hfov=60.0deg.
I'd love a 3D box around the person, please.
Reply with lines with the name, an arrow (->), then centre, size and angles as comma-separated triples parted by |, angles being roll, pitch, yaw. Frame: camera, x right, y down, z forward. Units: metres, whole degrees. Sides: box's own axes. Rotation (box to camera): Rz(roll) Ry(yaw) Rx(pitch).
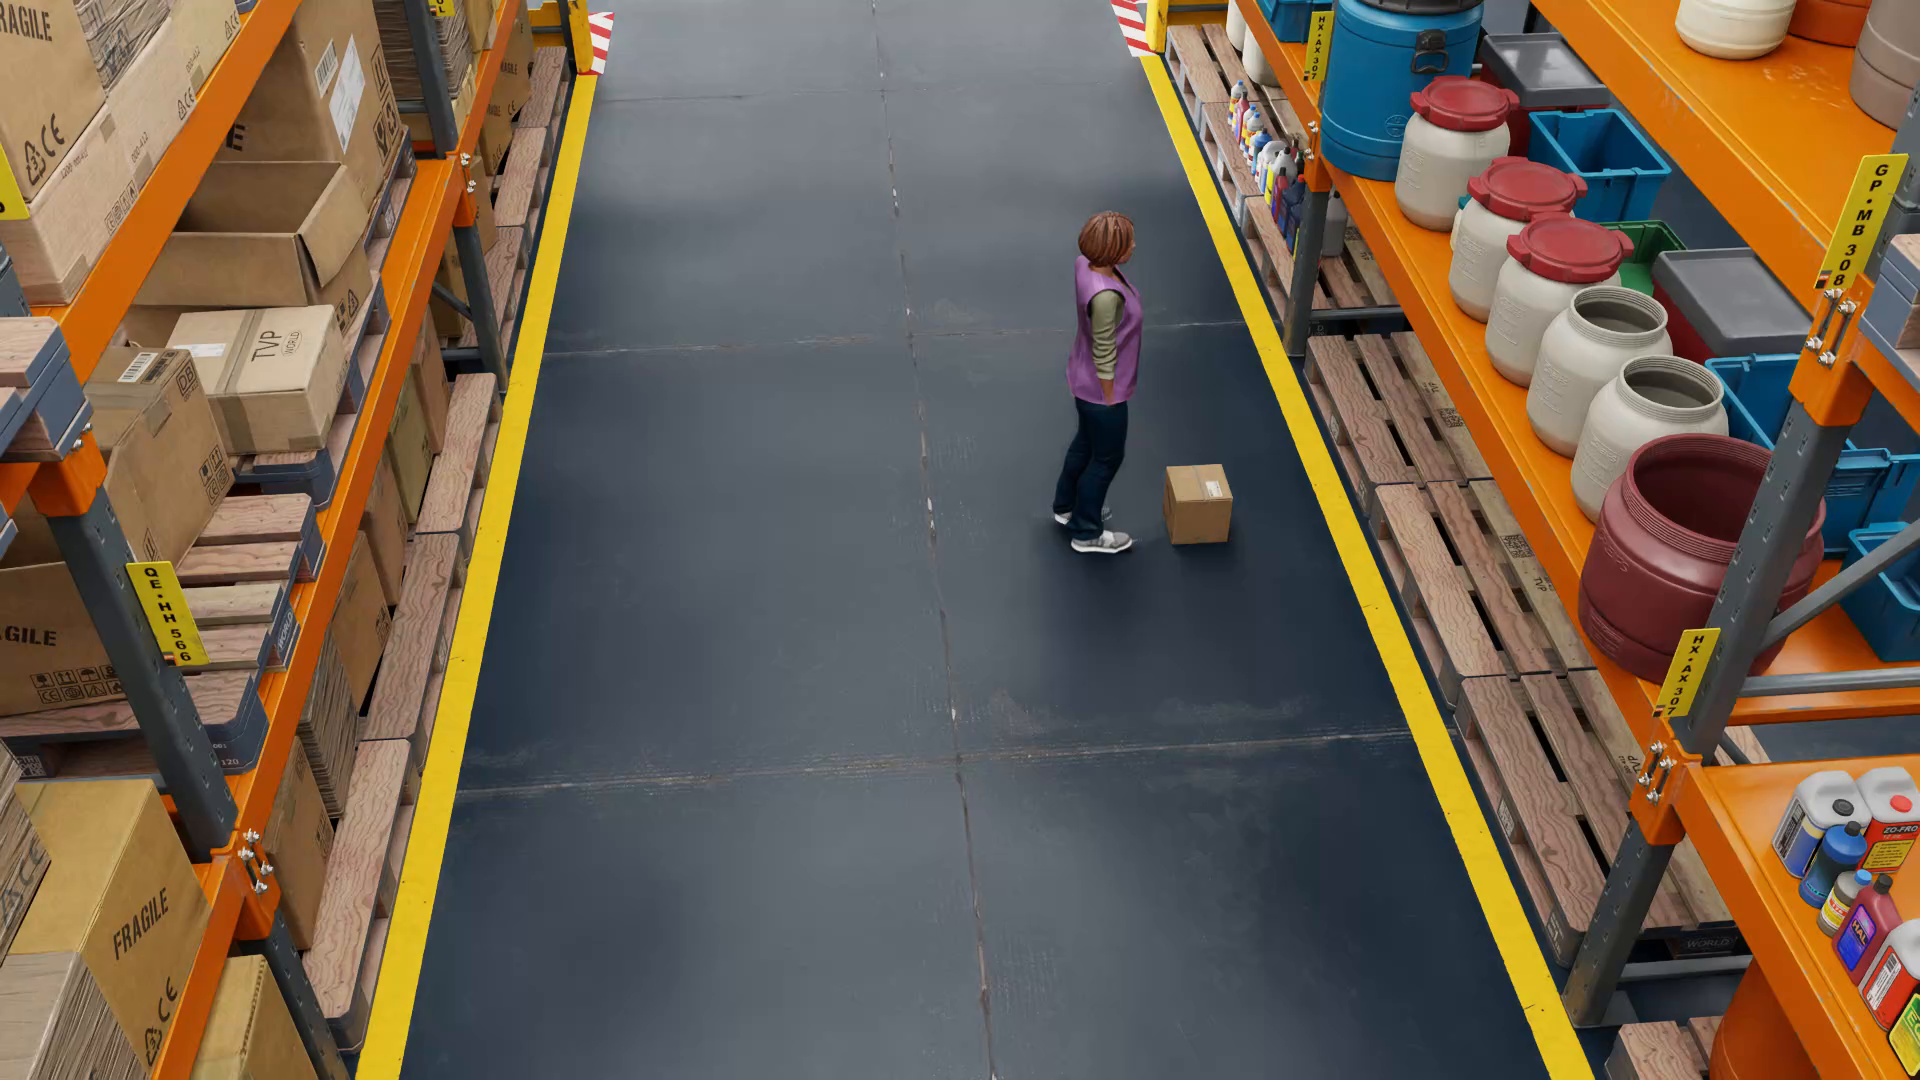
person -> 0.585, -0.649, 6.959 | 0.338, 1.612, 0.406 | -2, 40, -3
